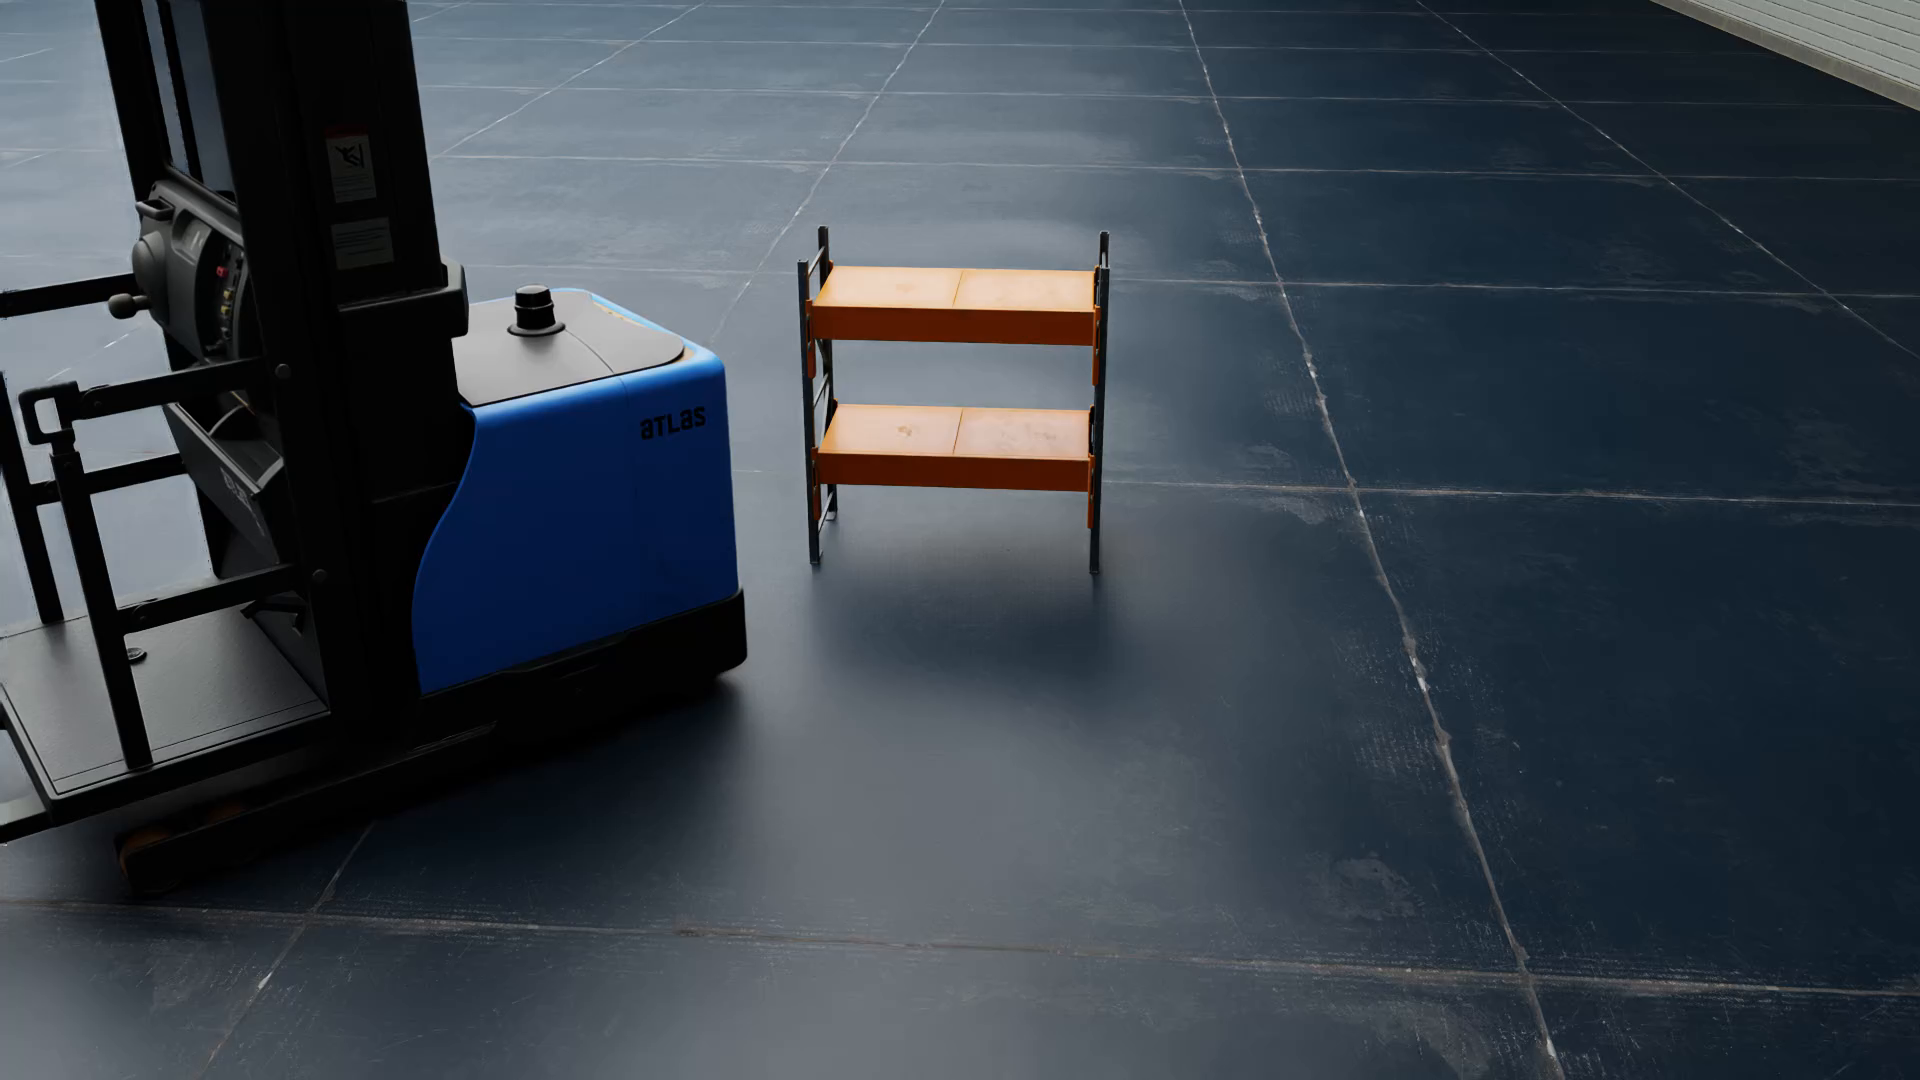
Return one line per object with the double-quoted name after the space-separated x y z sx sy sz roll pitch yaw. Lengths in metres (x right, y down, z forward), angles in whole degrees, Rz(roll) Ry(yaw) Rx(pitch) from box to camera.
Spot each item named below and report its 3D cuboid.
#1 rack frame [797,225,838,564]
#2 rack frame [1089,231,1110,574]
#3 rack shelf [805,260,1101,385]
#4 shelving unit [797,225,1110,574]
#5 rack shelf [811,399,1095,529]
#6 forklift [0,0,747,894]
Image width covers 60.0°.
-0.514 -0.527 6.051 0.032 1.125 0.500 2 25 4 "rack frame"
0.500 -0.495 5.980 0.032 1.125 0.500 2 25 4 "rack frame"
-0.007 -0.777 5.893 1.000 0.278 0.538 2 25 4 "rack shelf"
-0.007 -0.511 6.015 1.048 1.125 0.538 2 25 4 "shelving unit"
-0.007 -0.289 6.118 1.000 0.278 0.538 2 25 4 "rack shelf"
-2.151 -0.675 4.210 3.031 2.935 1.130 -18 30 -34 "forklift"
